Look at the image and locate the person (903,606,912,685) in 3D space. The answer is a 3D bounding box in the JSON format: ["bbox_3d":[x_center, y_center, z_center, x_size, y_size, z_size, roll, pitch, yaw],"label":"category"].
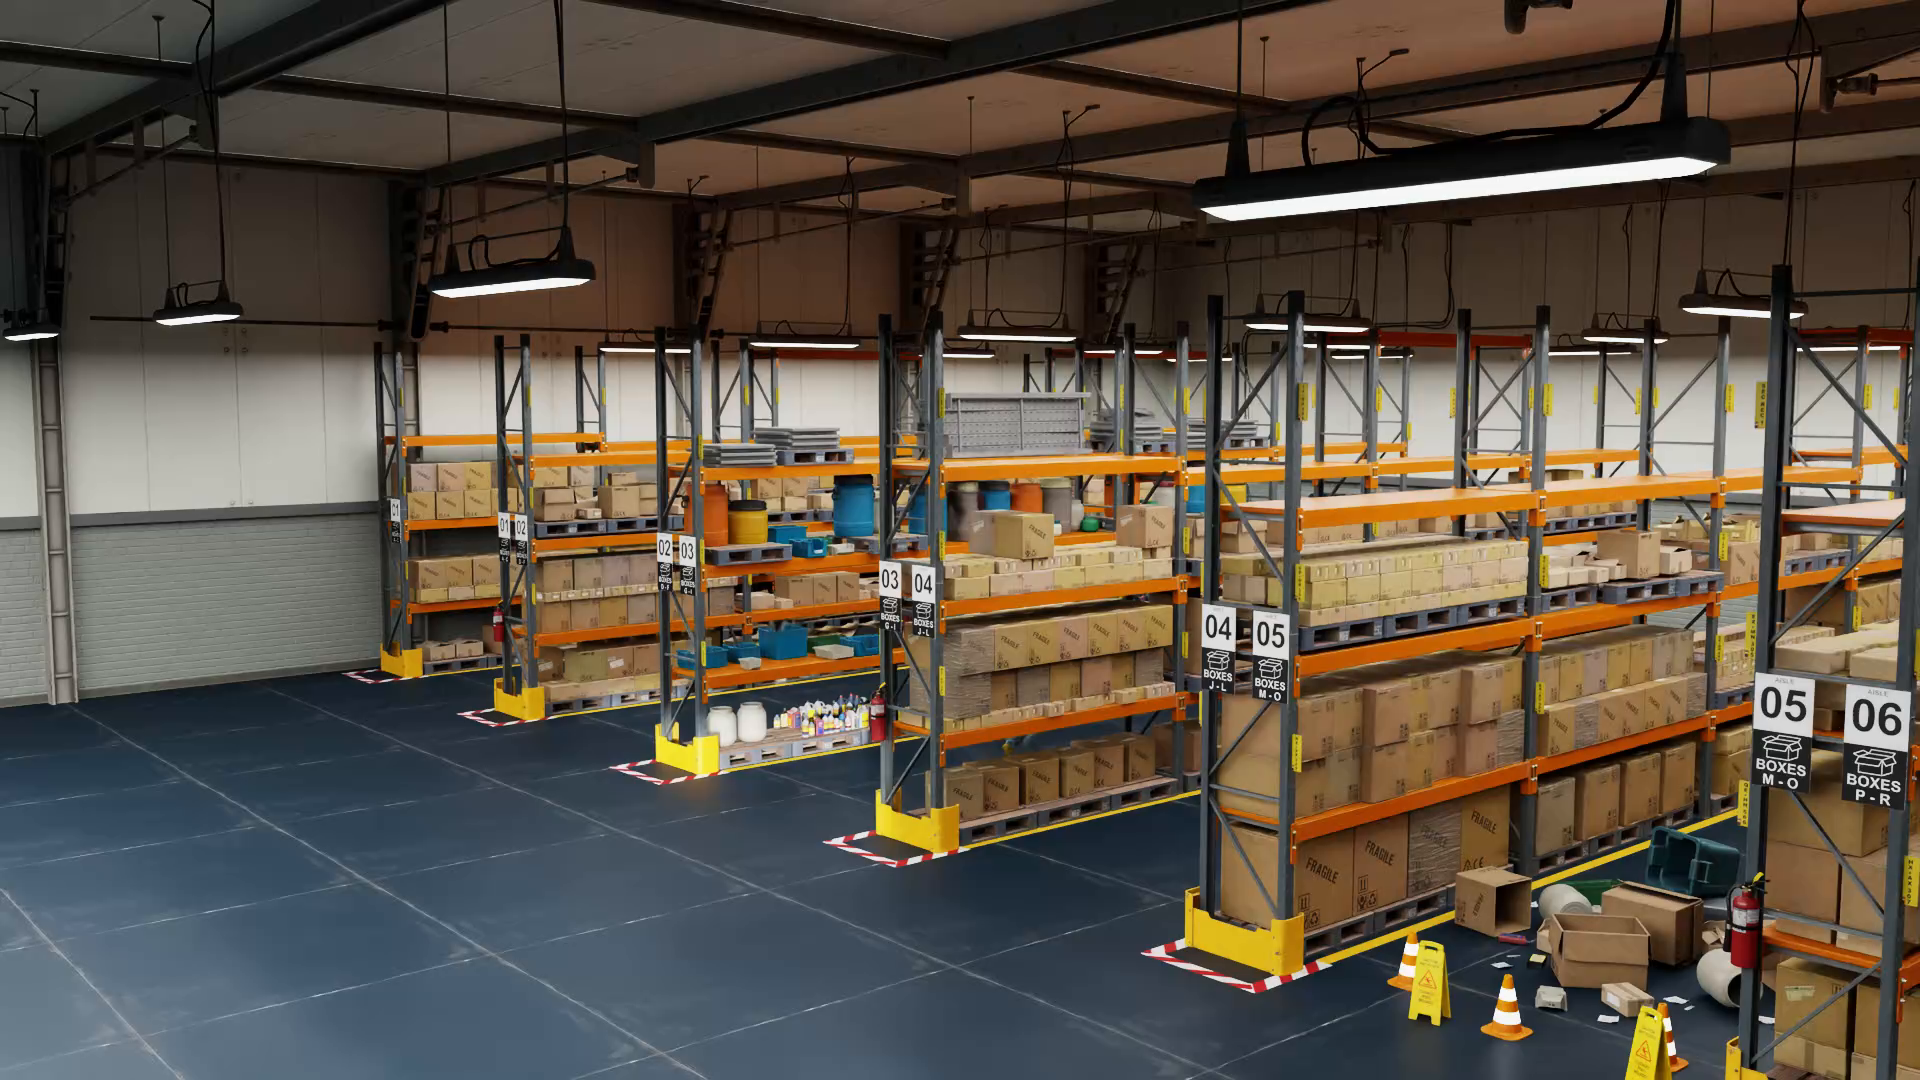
[{"bbox_3d":[-0.701,1.636,29.055,0.521,1.721,1.013,4,7,40],"label":"person"}]

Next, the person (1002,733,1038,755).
[{"bbox_3d":[0.887,2.219,22.614,0.602,1.754,0.550,-1,5,-7],"label":"person"}]

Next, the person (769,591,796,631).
[{"bbox_3d":[-3.381,1.519,31.583,0.499,1.593,0.507,1,5,15],"label":"person"}]
